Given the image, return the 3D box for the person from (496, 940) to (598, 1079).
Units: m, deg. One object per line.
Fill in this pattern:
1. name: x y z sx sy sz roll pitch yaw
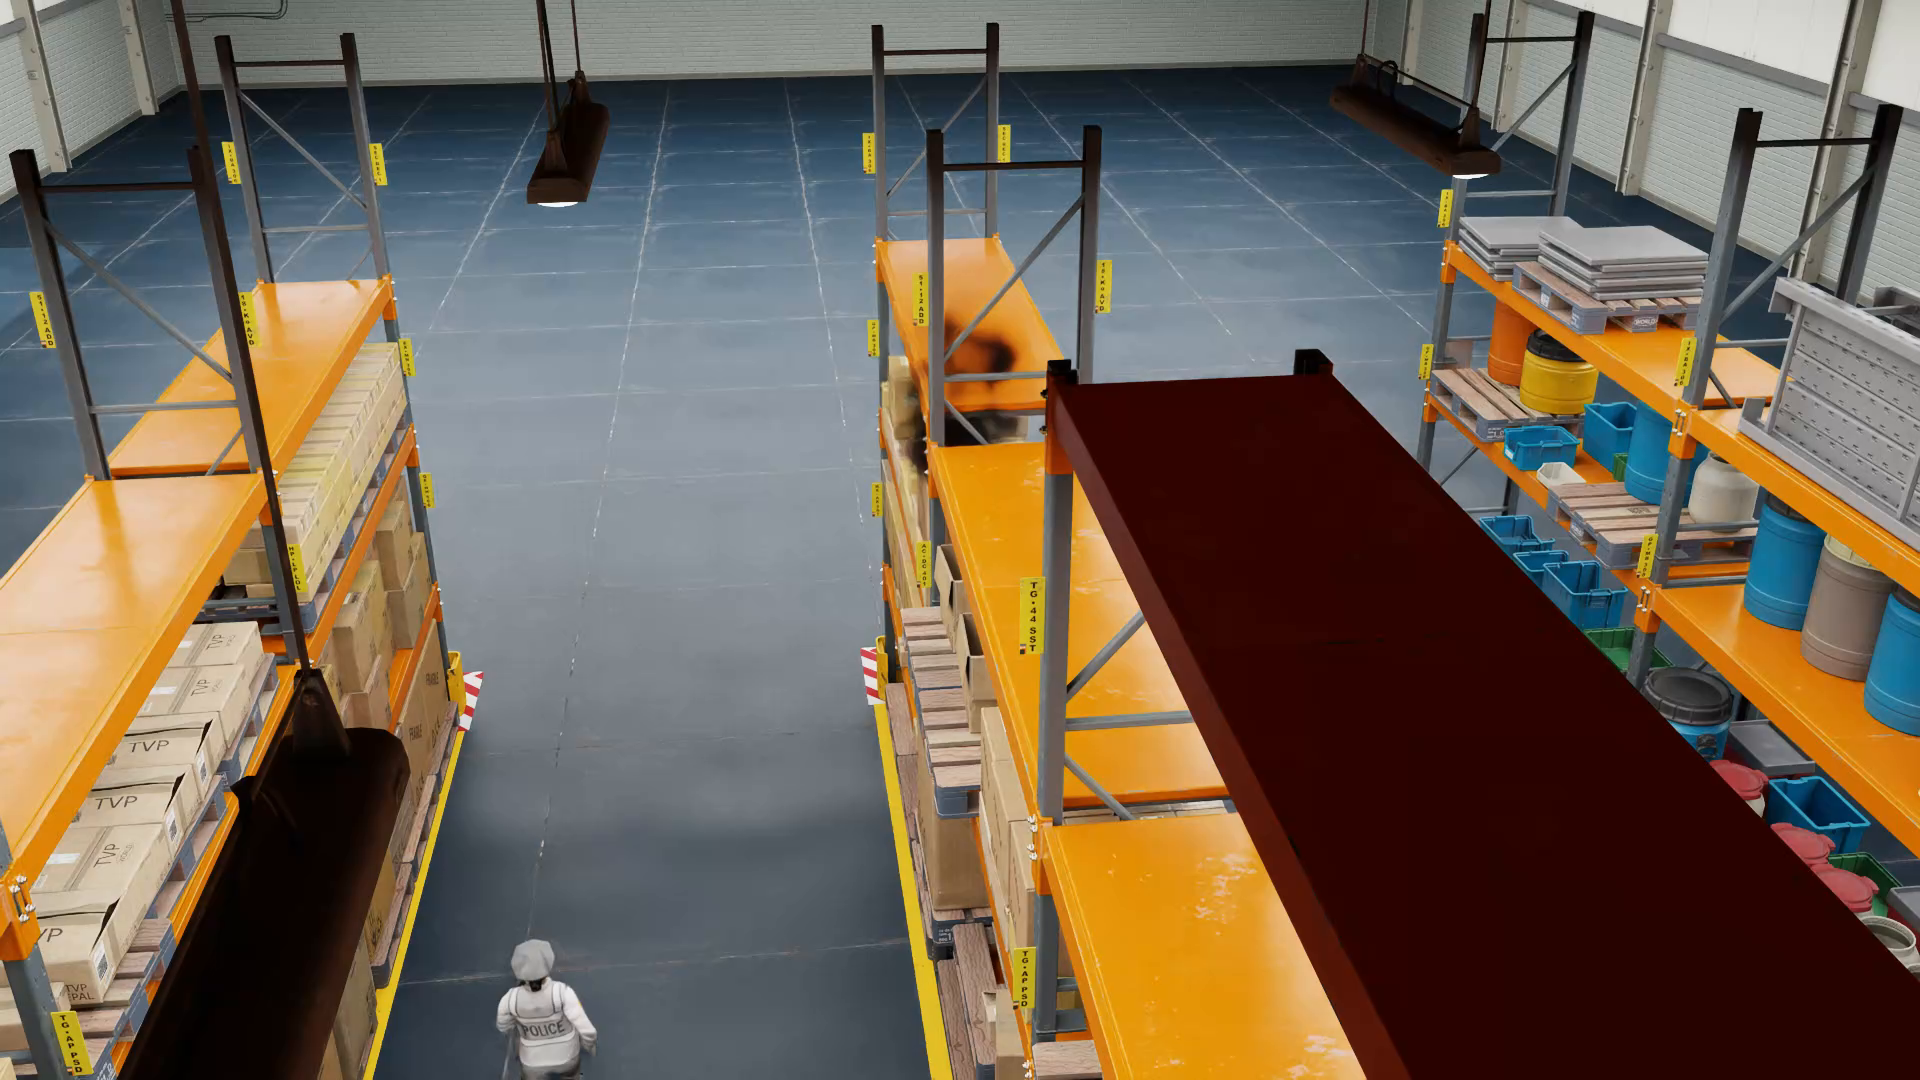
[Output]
1. person: -2.458 3.128 9.994 0.578 1.752 0.725 -7 26 -14
